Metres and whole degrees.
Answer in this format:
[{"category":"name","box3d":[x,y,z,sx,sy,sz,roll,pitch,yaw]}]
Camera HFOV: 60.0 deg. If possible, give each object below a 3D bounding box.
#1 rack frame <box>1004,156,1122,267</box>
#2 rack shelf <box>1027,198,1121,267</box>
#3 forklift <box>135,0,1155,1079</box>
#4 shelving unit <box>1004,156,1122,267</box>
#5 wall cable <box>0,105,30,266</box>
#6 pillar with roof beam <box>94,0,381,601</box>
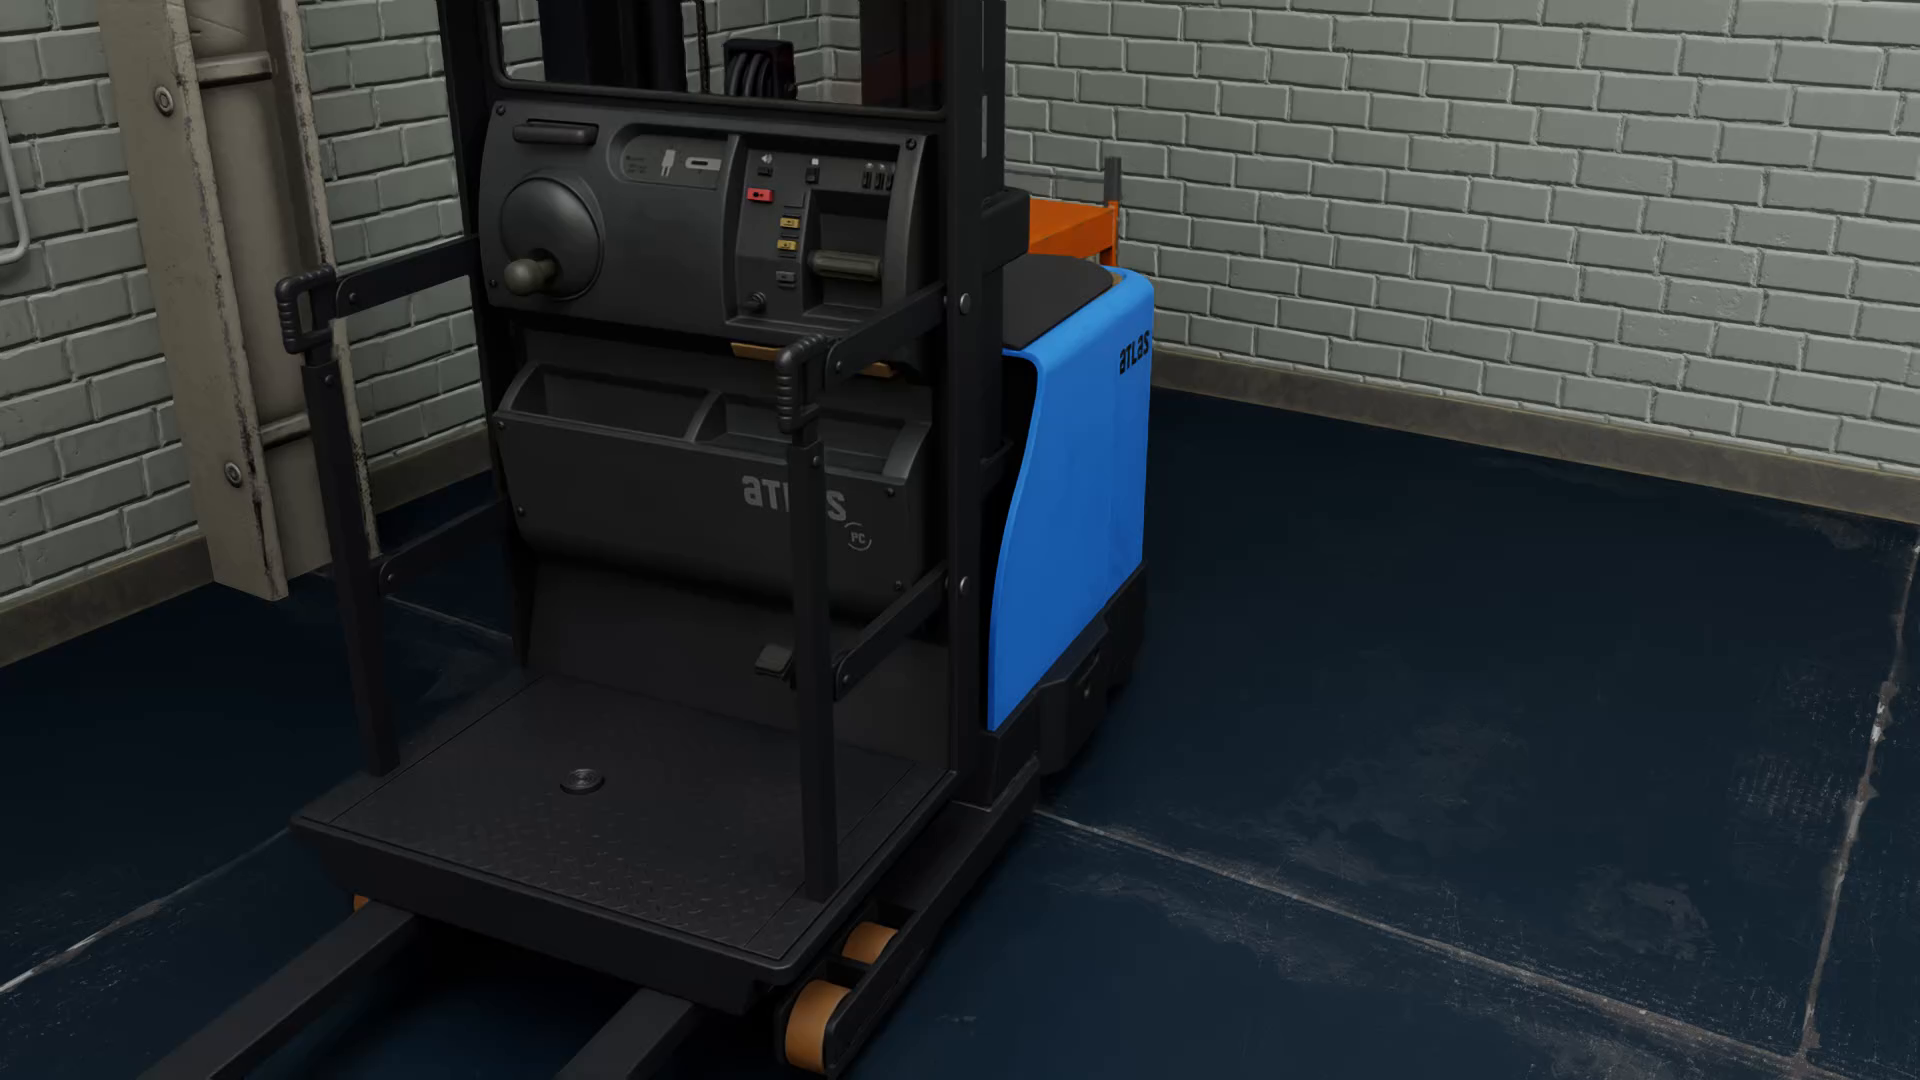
[{"category":"rack frame","box3d":[0.279,-0.717,5.490,0.500,1.125,0.032,13,27,28]},{"category":"rack shelf","box3d":[0.020,-0.812,4.972,0.538,0.278,1.000,13,27,28]},{"category":"forklift","box3d":[-0.581,-0.573,2.884,1.130,2.935,3.031,10,25,22]},{"category":"shelving unit","box3d":[0.020,-0.543,5.088,0.538,1.125,1.048,13,27,28]},{"category":"wall cable","box3d":[-2.839,-1.301,3.200,0.084,1.984,1.851,14,27,29]},{"category":"pillar with roof beam","box3d":[1.636,-3.147,1.193,9.100,9.000,0.400,14,27,29]}]
